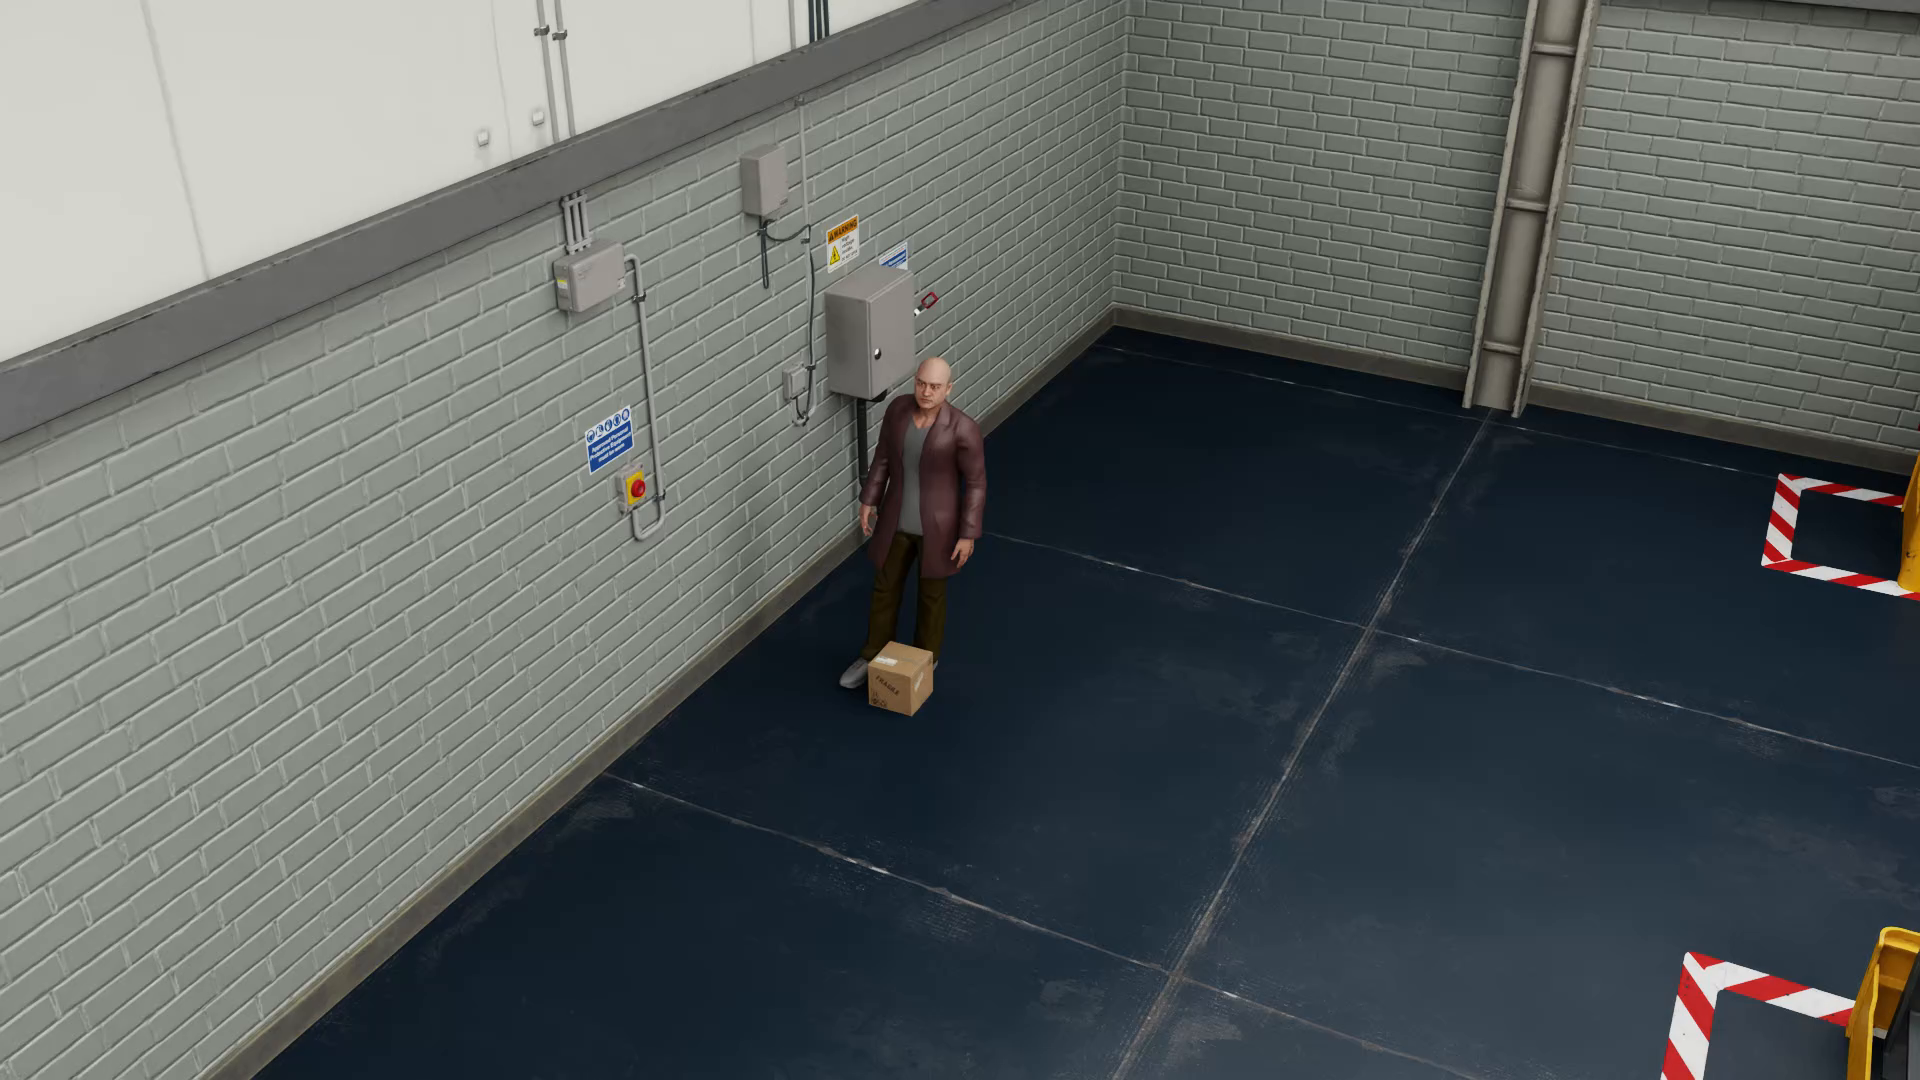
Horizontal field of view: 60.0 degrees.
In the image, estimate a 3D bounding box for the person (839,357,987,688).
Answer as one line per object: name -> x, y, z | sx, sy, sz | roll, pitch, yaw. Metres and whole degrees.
person -> -0.238, -0.046, 8.375 | 0.695, 1.775, 0.582 | 14, 33, 23
